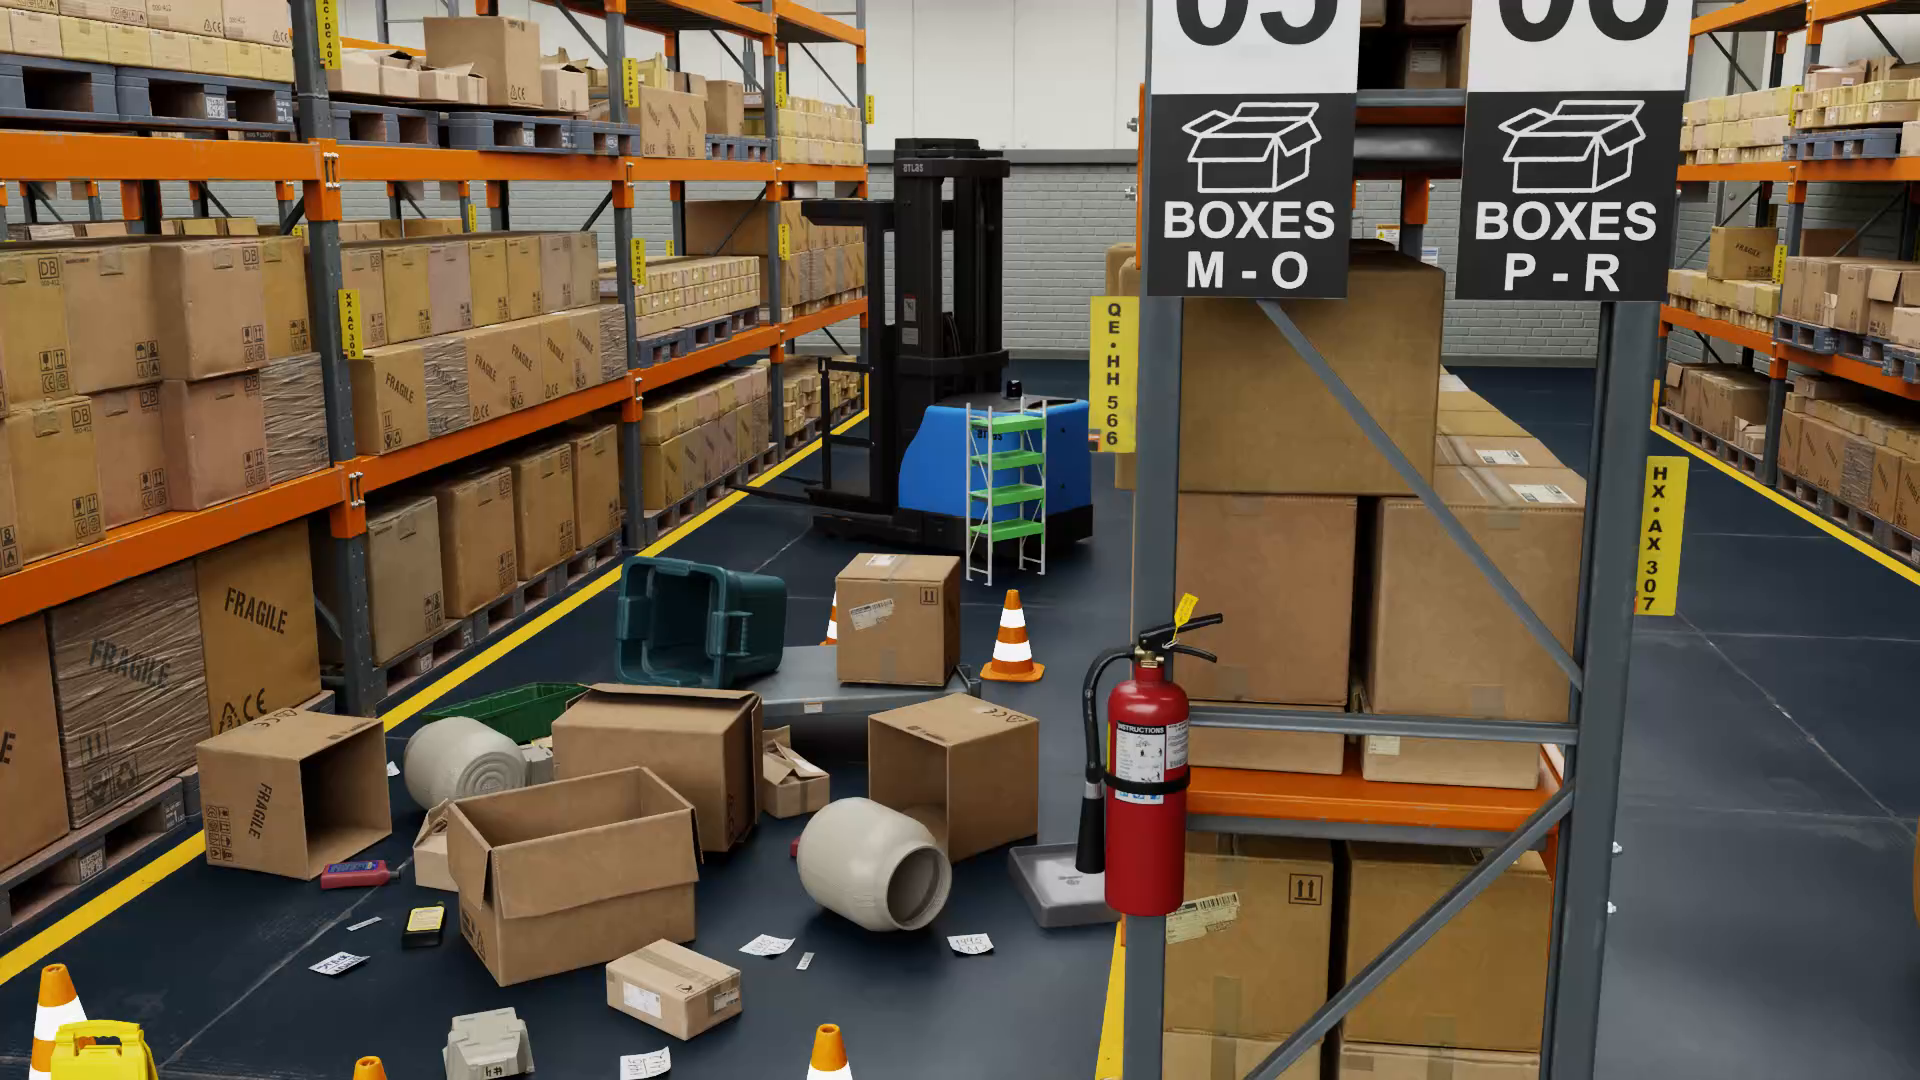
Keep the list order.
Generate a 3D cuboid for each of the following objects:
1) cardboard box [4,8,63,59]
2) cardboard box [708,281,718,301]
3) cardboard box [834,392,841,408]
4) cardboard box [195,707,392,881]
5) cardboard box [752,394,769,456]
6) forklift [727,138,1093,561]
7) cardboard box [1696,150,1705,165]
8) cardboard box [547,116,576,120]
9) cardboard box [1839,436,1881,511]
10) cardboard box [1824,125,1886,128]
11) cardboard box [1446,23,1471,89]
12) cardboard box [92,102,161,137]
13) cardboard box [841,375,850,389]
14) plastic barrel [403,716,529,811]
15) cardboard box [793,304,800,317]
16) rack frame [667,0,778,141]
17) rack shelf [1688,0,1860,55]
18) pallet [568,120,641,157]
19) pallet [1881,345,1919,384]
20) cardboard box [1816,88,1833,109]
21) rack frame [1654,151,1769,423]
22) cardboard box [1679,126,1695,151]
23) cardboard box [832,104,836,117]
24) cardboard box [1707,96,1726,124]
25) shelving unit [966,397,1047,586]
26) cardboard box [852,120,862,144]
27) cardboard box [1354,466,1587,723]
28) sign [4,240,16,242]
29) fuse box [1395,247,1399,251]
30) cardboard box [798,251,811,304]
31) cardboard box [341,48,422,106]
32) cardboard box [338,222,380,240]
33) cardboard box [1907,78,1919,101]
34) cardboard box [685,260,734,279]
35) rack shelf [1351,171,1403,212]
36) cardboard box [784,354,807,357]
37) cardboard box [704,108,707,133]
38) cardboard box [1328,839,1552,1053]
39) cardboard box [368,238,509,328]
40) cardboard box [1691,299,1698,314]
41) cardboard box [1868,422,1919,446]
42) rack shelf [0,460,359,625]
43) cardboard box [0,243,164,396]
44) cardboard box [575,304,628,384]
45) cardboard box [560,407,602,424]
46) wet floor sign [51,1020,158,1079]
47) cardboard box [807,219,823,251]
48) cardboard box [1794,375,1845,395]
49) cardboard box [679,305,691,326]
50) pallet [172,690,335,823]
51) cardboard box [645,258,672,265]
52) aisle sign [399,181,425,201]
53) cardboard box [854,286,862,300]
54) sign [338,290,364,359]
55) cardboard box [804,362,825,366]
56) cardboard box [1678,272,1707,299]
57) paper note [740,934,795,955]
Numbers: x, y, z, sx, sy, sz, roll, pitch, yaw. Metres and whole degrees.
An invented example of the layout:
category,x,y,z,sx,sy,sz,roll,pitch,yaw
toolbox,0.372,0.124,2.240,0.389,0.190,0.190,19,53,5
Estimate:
category,x,y,z,sx,sy,sz,roll,pitch,yaw
cardboard box,-3.399,-1.768,5.817,0.380,0.149,0.250,2,12,8
cardboard box,-2.260,-2.103,14.026,0.380,0.149,0.250,2,12,9
cardboard box,-1.522,-1.551,18.341,0.380,0.149,0.250,1,12,6
cardboard box,-2.650,1.003,6.645,0.500,0.500,0.500,4,13,18
cardboard box,-2.060,-1.060,15.229,0.500,0.500,0.500,2,12,8
forklift,-0.493,-1.513,12.558,3.031,2.935,1.130,9,15,37
cardboard box,7.742,-3.900,16.947,0.380,0.149,0.250,2,12,10
cardboard box,-2.974,-3.049,12.163,0.500,0.500,0.500,2,12,9
cardboard box,7.081,-0.507,12.662,0.500,0.500,0.500,1,12,7
cardboard box,7.162,-3.379,13.296,0.380,0.149,0.250,2,12,9
cardboard box,1.238,-1.004,3.507,0.380,0.149,0.250,2,12,9
cardboard box,-7.403,-3.736,14.348,0.797,0.503,0.637,2,12,8
cardboard box,-1.457,-1.801,18.797,0.380,0.149,0.250,1,12,6
plastic barrel,-2.084,0.972,6.981,0.421,0.421,0.512,-10,16,-40
cardboard box,-1.825,-2.334,16.802,0.380,0.149,0.250,1,12,6
rack frame,-2.195,-5.172,15.131,1.000,3.000,0.127,2,12,9
rack shelf,7.924,-4.935,15.750,1.077,0.370,4.000,2,12,9
pallet,-2.857,-2.645,10.973,1.213,0.211,1.003,2,12,11
pallet,7.036,-1.157,11.196,1.213,0.211,1.003,2,12,9
cardboard box,7.086,-3.526,13.268,0.380,0.149,0.250,2,12,8
rack frame,8.232,-2.772,18.237,1.000,3.000,0.127,2,12,9
cardboard box,7.894,-4.227,17.518,0.500,0.250,0.500,2,12,8
cardboard box,-1.546,-4.614,17.888,0.380,0.149,0.250,2,12,7
cardboard box,7.755,-4.261,16.487,0.500,0.250,0.500,2,12,8
shelving unit,0.312,-0.334,11.196,0.503,1.200,0.258,-10,16,-40
cardboard box,-1.399,-4.605,18.791,0.500,0.250,0.500,1,12,7
cardboard box,1.213,0.114,3.899,0.500,0.500,0.500,2,12,8
sign,-7.158,-2.100,12.556,0.100,0.325,0.005,2,12,9
fuse box,6.224,-3.379,24.109,0.539,1.711,0.414,2,12,9
cardboard box,-1.801,-2.632,16.641,0.500,0.500,0.500,2,12,9
cardboard box,-3.373,-2.623,9.400,0.500,0.311,0.500,1,12,7
cardboard box,-6.595,-3.162,17.914,0.500,0.500,0.500,1,12,7
cardboard box,6.962,-3.192,11.766,0.380,0.149,0.250,2,12,9
cardboard box,-2.186,-2.358,14.503,0.380,0.149,0.250,2,12,8
rack shelf,1.789,-1.965,9.081,1.077,0.370,4.000,2,12,9
cardboard box,-1.996,-2.076,19.365,0.380,0.149,0.250,1,12,6
cardboard box,-2.538,-3.691,14.594,0.500,0.311,0.500,2,12,8
cardboard box,1.266,1.007,4.452,0.500,0.500,0.500,1,12,7
cardboard box,-3.121,-1.532,9.873,0.700,0.500,0.500,2,12,8
cardboard box,7.811,-2.429,17.241,0.380,0.149,0.250,2,12,10
cardboard box,7.059,-0.794,12.452,0.380,0.149,0.250,1,12,6
rack shelf,-3.733,0.194,6.179,1.077,0.370,4.000,2,12,9
cardboard box,-3.705,-0.873,6.505,0.875,0.550,0.550,2,12,9
cardboard box,-2.614,-1.353,11.413,0.500,0.500,0.500,2,12,9
cardboard box,-2.964,-0.907,12.739,0.500,0.250,0.500,2,12,7
wet floor sign,-2.089,1.480,4.094,0.267,0.644,0.232,0,12,-1
cardboard box,-1.712,-3.220,17.000,0.500,0.500,0.500,2,12,10
cardboard box,7.359,-1.317,14.178,0.380,0.149,0.250,2,12,8
cardboard box,-2.381,-1.799,13.322,0.380,0.149,0.250,2,12,11
pallet,-3.620,0.945,7.607,1.003,0.211,1.213,2,12,9
cardboard box,-2.789,-2.434,14.854,0.380,0.149,0.250,2,12,9
aisle sign,-6.751,-4.549,20.311,0.394,0.787,0.004,2,12,9
cardboard box,-1.351,-2.872,19.296,0.380,0.149,0.250,2,12,9
sign,-2.877,-1.018,7.854,0.100,0.325,0.005,2,12,9
cardboard box,-1.523,-1.895,18.527,0.380,0.149,0.250,1,12,6
cardboard box,7.819,-2.654,17.337,0.500,0.250,0.500,2,12,9
paper note,-0.677,1.422,5.850,0.148,0.019,0.142,7,14,28
